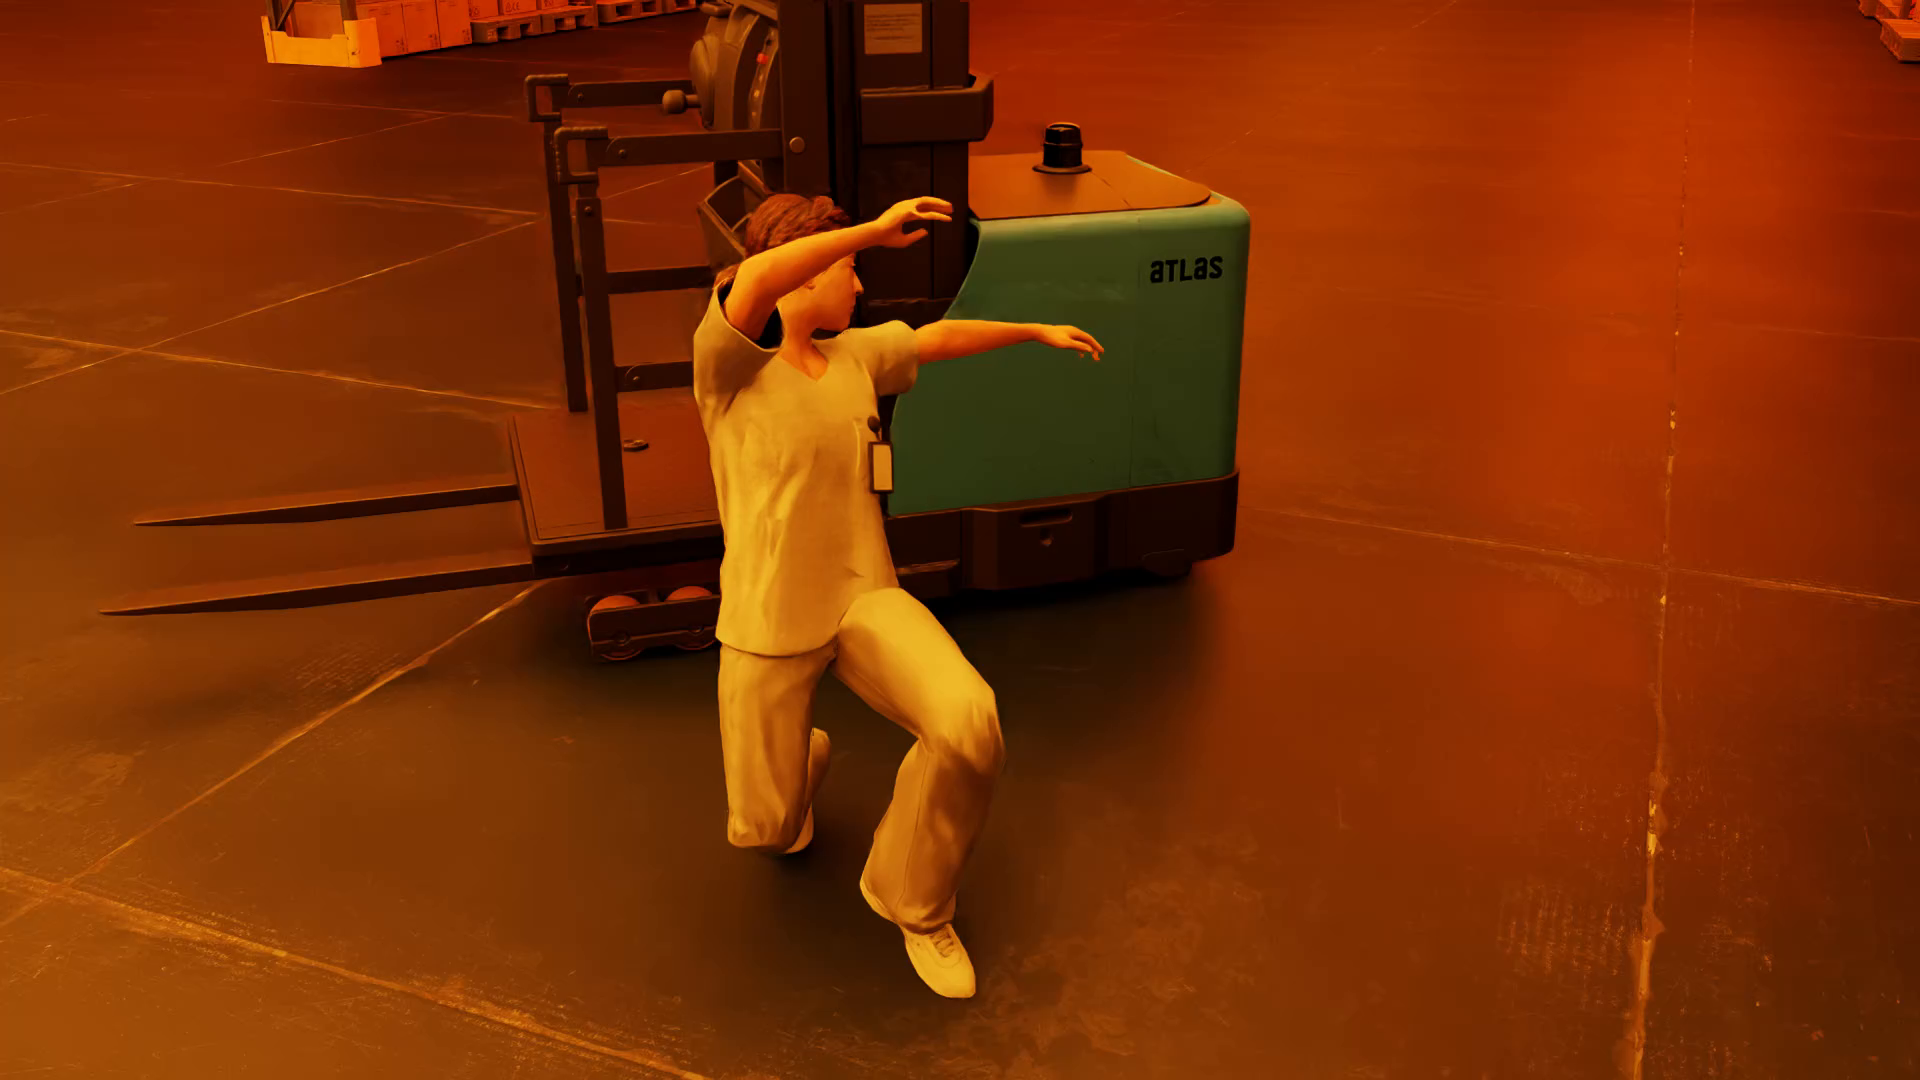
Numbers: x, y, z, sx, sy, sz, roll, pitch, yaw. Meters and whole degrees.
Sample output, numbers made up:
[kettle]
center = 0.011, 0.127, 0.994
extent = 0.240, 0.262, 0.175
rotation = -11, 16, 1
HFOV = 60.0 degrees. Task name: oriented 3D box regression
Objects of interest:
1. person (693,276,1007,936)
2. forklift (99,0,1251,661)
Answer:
[person]
center = -0.190, 0.108, 3.063
extent = 0.535, 1.217, 0.823
rotation = -11, 25, -24
[forklift]
center = -0.772, -1.266, 4.320
extent = 3.031, 2.935, 1.130
rotation = -7, 24, -16
